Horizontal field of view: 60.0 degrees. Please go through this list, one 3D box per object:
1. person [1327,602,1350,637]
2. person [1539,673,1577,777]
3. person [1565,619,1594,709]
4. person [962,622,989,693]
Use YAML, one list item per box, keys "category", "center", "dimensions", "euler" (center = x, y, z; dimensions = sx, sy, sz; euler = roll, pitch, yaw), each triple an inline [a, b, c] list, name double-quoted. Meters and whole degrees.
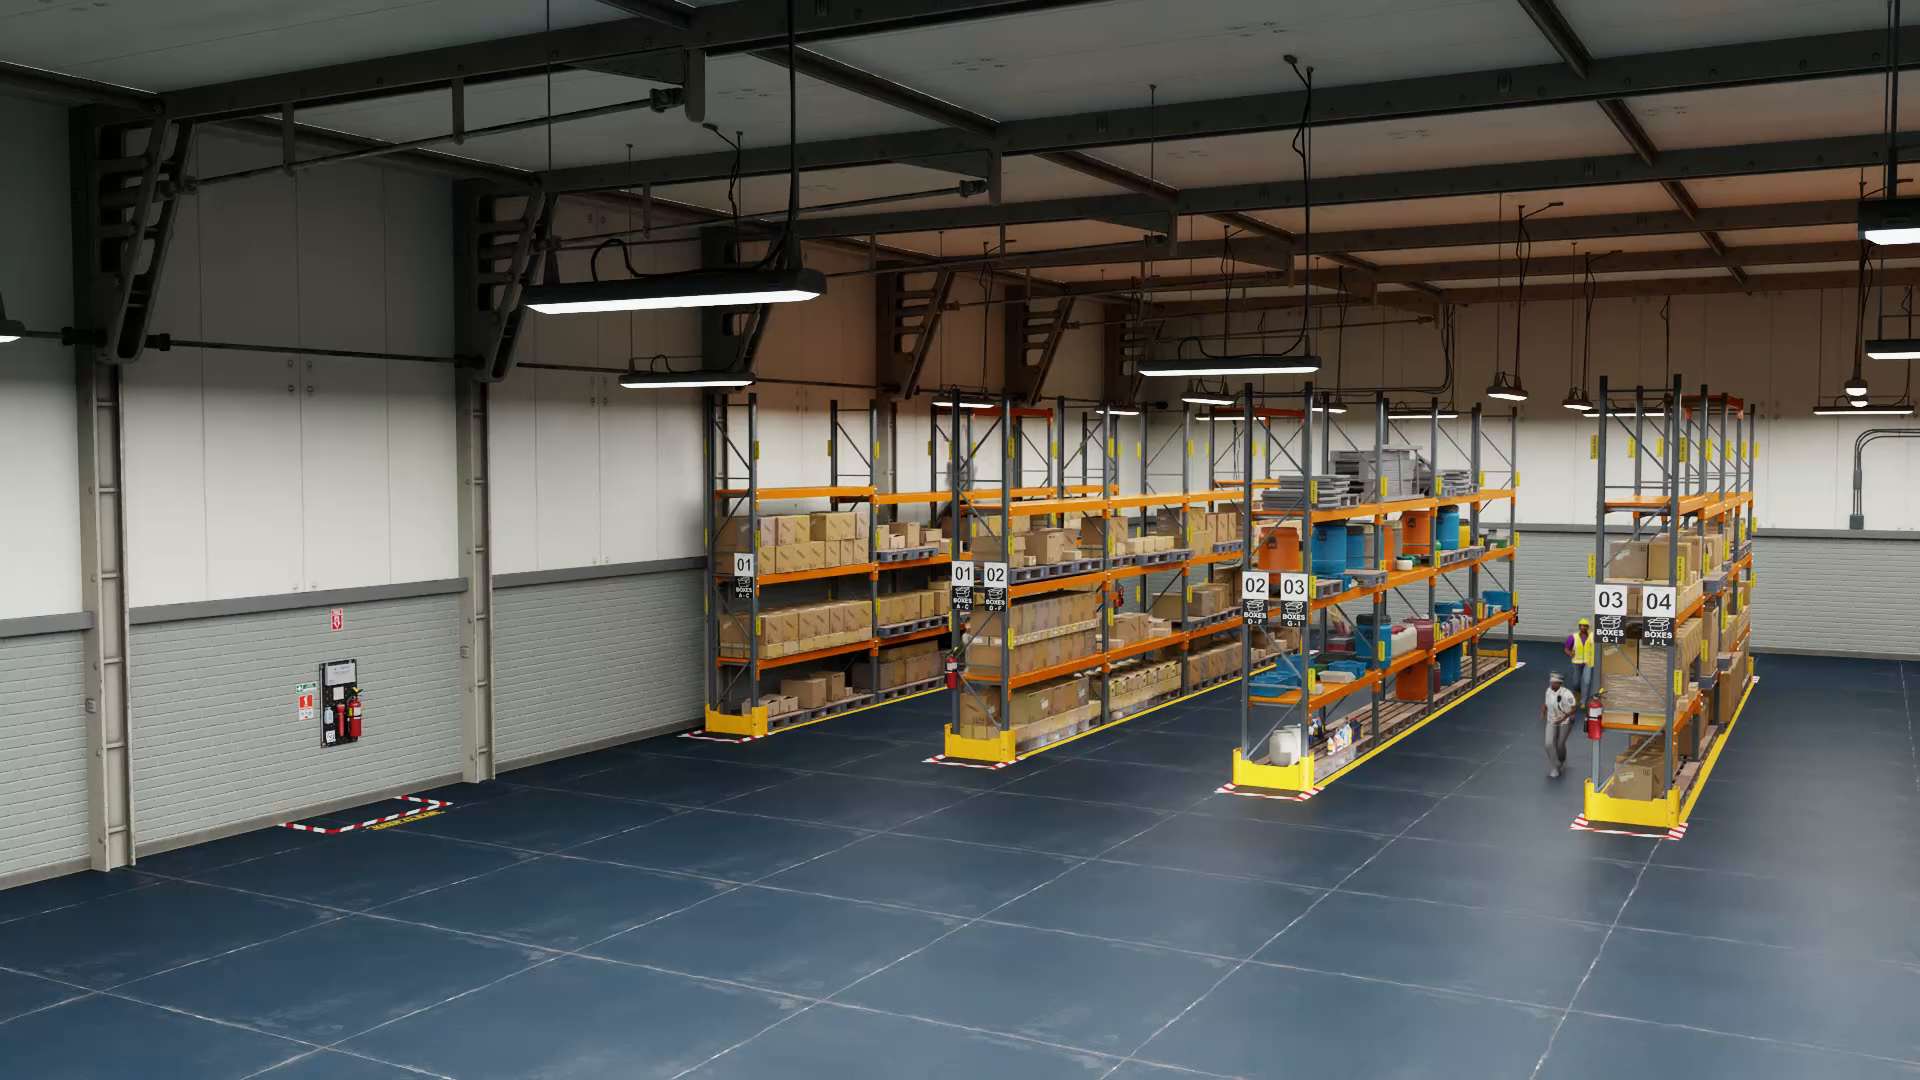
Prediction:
- category: "person"
  center: [9.333, 1.985, 41.187]
  dimensions: [0.614, 1.628, 0.652]
  euler: [-2, 4, -31]
- category: "person"
  center: [9.301, 2.839, 25.709]
  dimensions: [0.580, 1.638, 0.820]
  euler: [3, 4, 40]
- category: "person"
  center: [12.093, 2.397, 32.242]
  dimensions: [0.714, 1.733, 0.791]
  euler: [1, 3, 22]
- category: "person"
  center: [0.316, 2.423, 31.809]
  dimensions: [0.698, 1.771, 1.042]
  euler: [1, 3, 25]
